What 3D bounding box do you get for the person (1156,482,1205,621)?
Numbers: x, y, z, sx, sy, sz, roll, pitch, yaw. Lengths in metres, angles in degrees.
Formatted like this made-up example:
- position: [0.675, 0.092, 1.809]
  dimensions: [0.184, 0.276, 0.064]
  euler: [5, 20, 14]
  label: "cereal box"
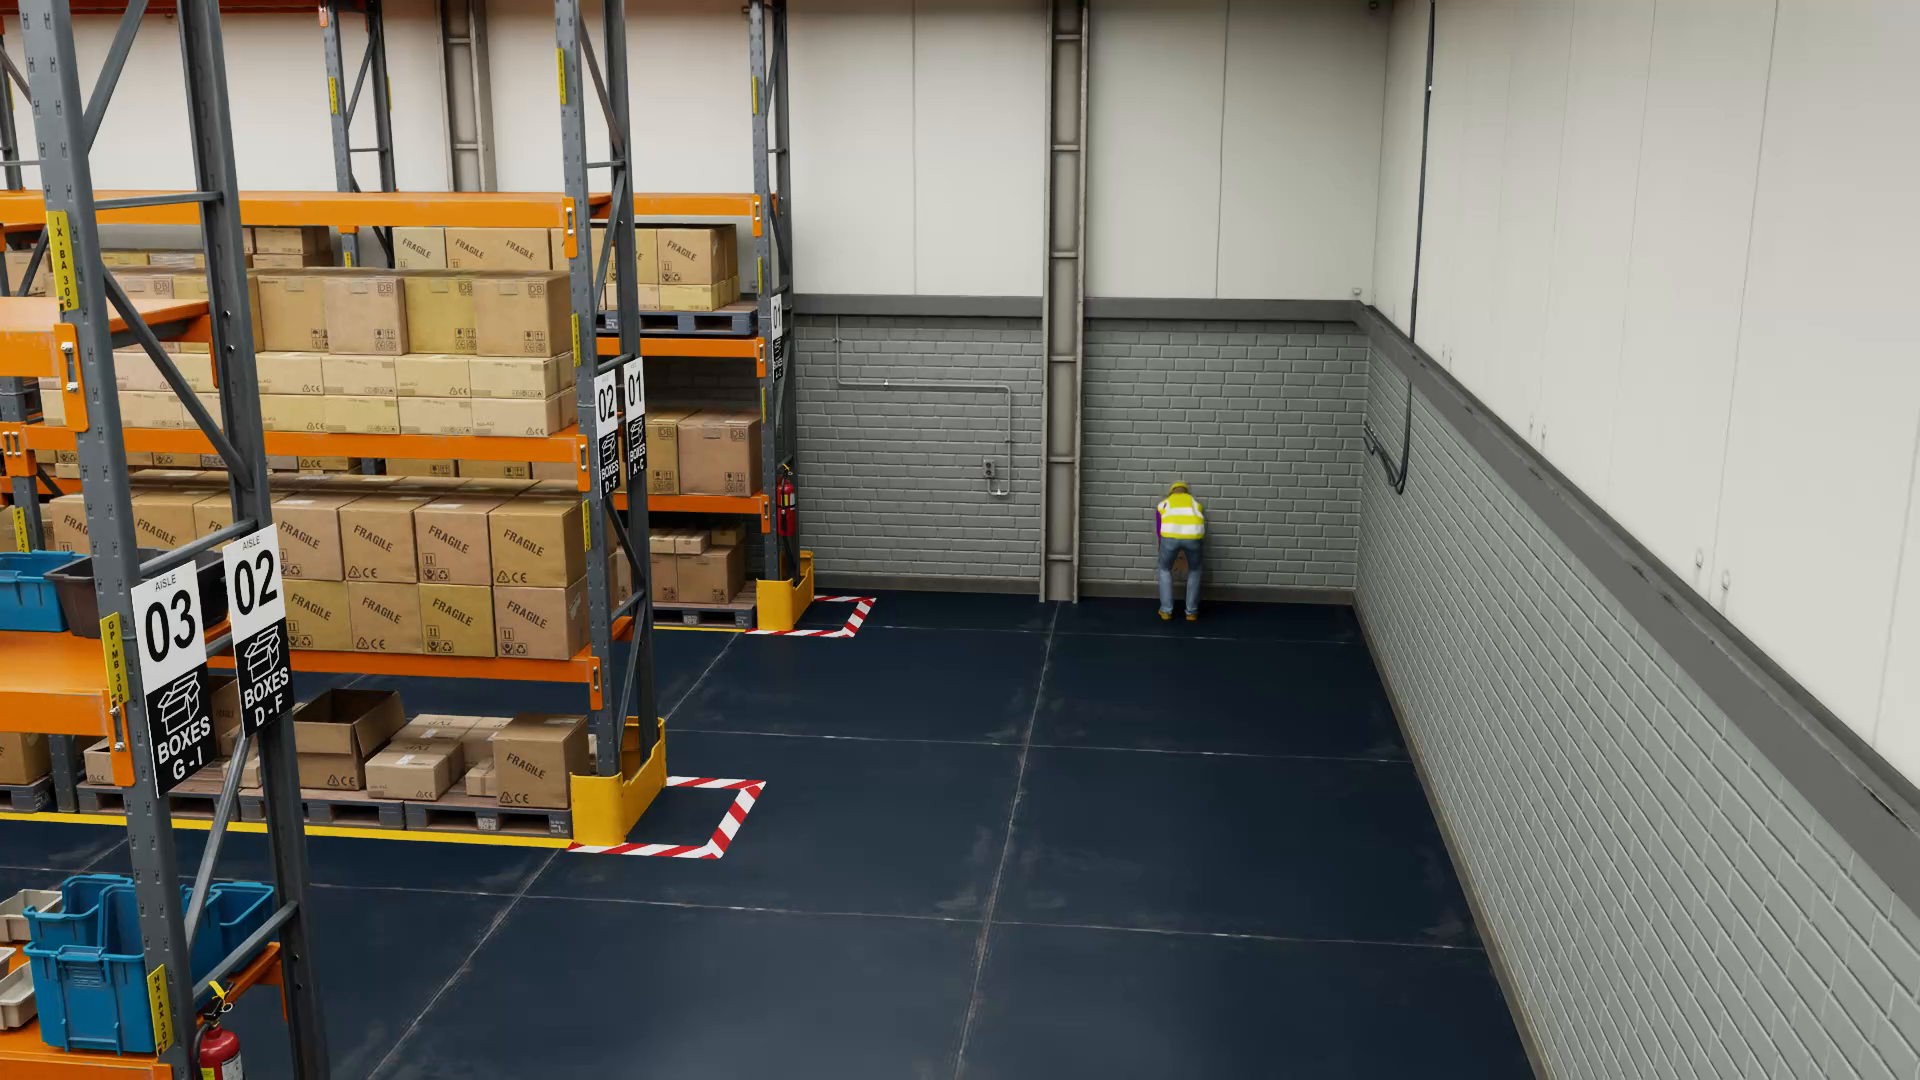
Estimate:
- position: [2.187, 0.104, 16.604]
  dimensions: [0.475, 1.242, 0.956]
  euler: [1, 14, 5]
  label: "person"
